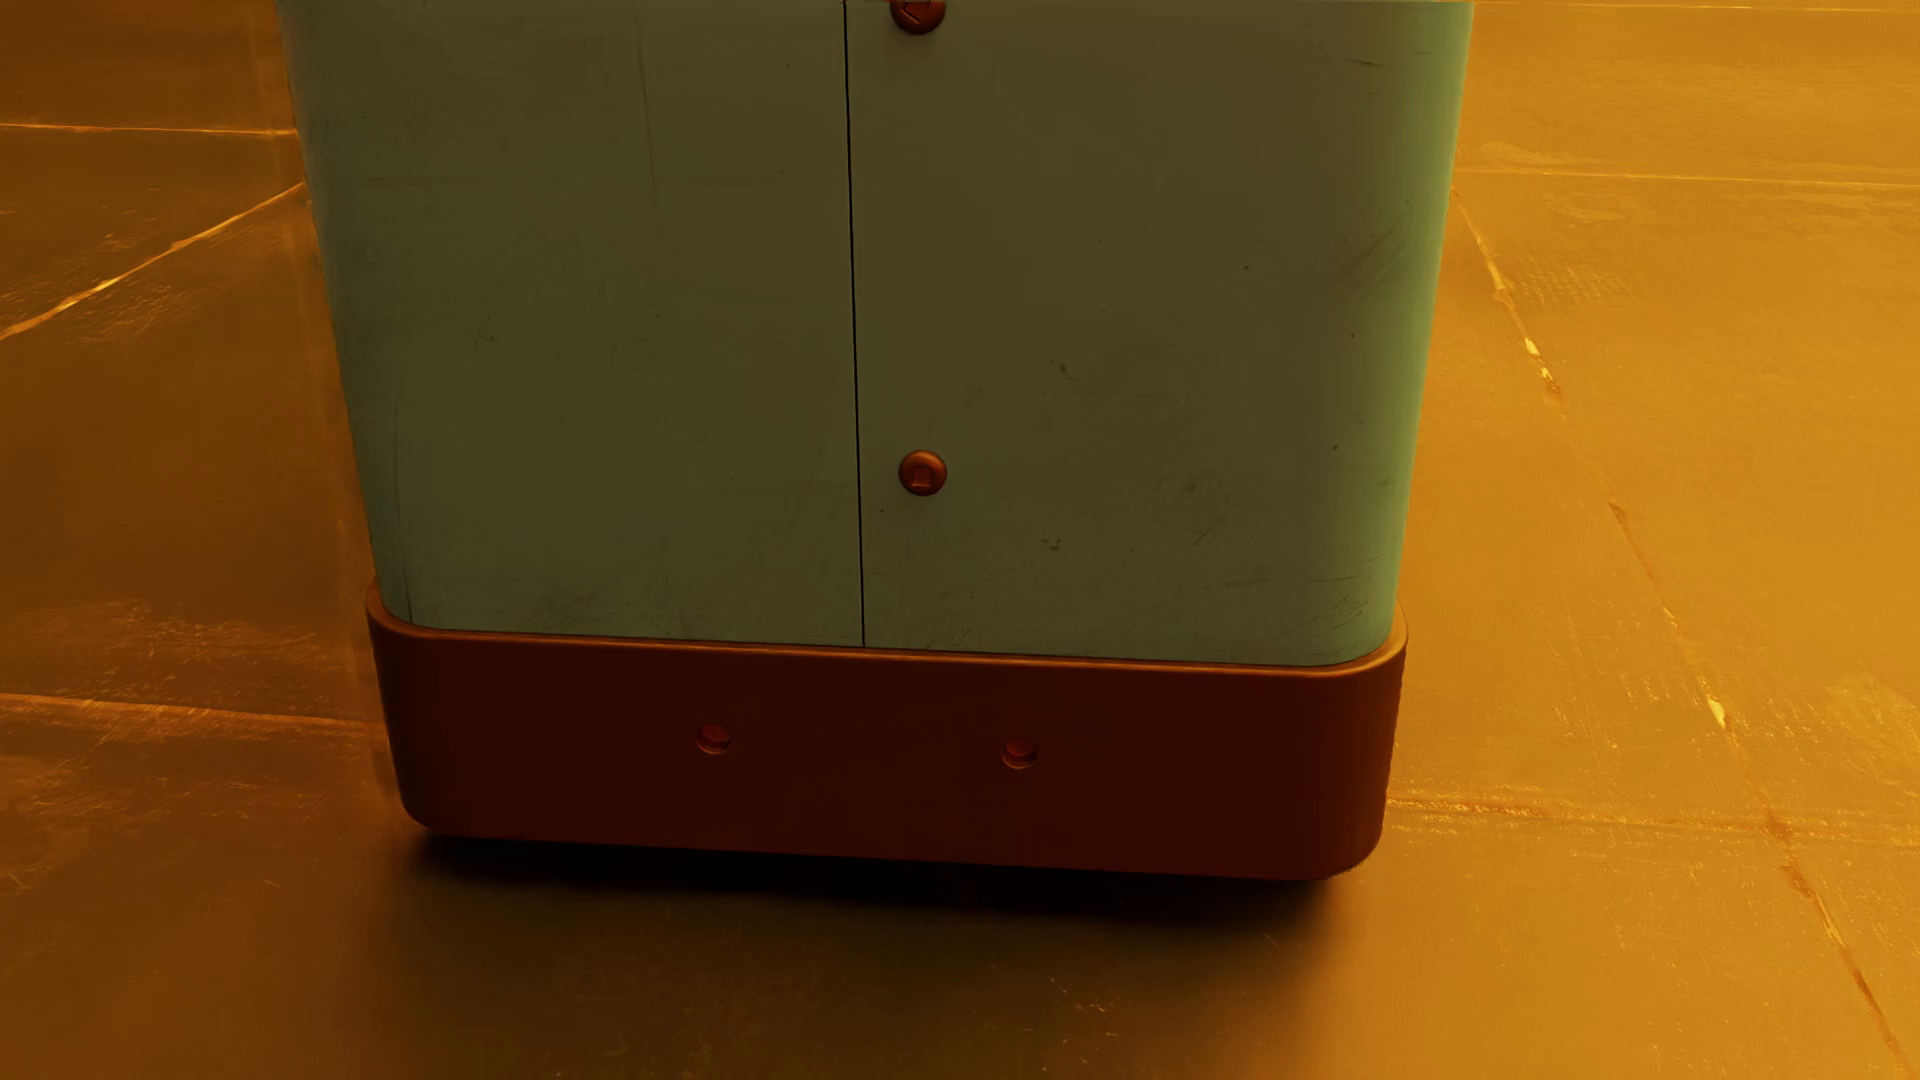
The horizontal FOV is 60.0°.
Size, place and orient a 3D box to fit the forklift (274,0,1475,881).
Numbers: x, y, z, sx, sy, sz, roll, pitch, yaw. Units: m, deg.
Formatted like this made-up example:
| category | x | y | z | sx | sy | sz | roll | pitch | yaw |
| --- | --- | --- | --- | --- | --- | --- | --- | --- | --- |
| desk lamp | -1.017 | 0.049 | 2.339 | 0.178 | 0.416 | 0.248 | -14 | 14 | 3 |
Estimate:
| category | x | y | z | sx | sy | sz | roll | pitch | yaw |
| --- | --- | --- | --- | --- | --- | --- | --- | --- | --- |
| forklift | 0.036 | -1.597 | 2.417 | 1.130 | 2.935 | 3.031 | 2 | 27 | 4 |
